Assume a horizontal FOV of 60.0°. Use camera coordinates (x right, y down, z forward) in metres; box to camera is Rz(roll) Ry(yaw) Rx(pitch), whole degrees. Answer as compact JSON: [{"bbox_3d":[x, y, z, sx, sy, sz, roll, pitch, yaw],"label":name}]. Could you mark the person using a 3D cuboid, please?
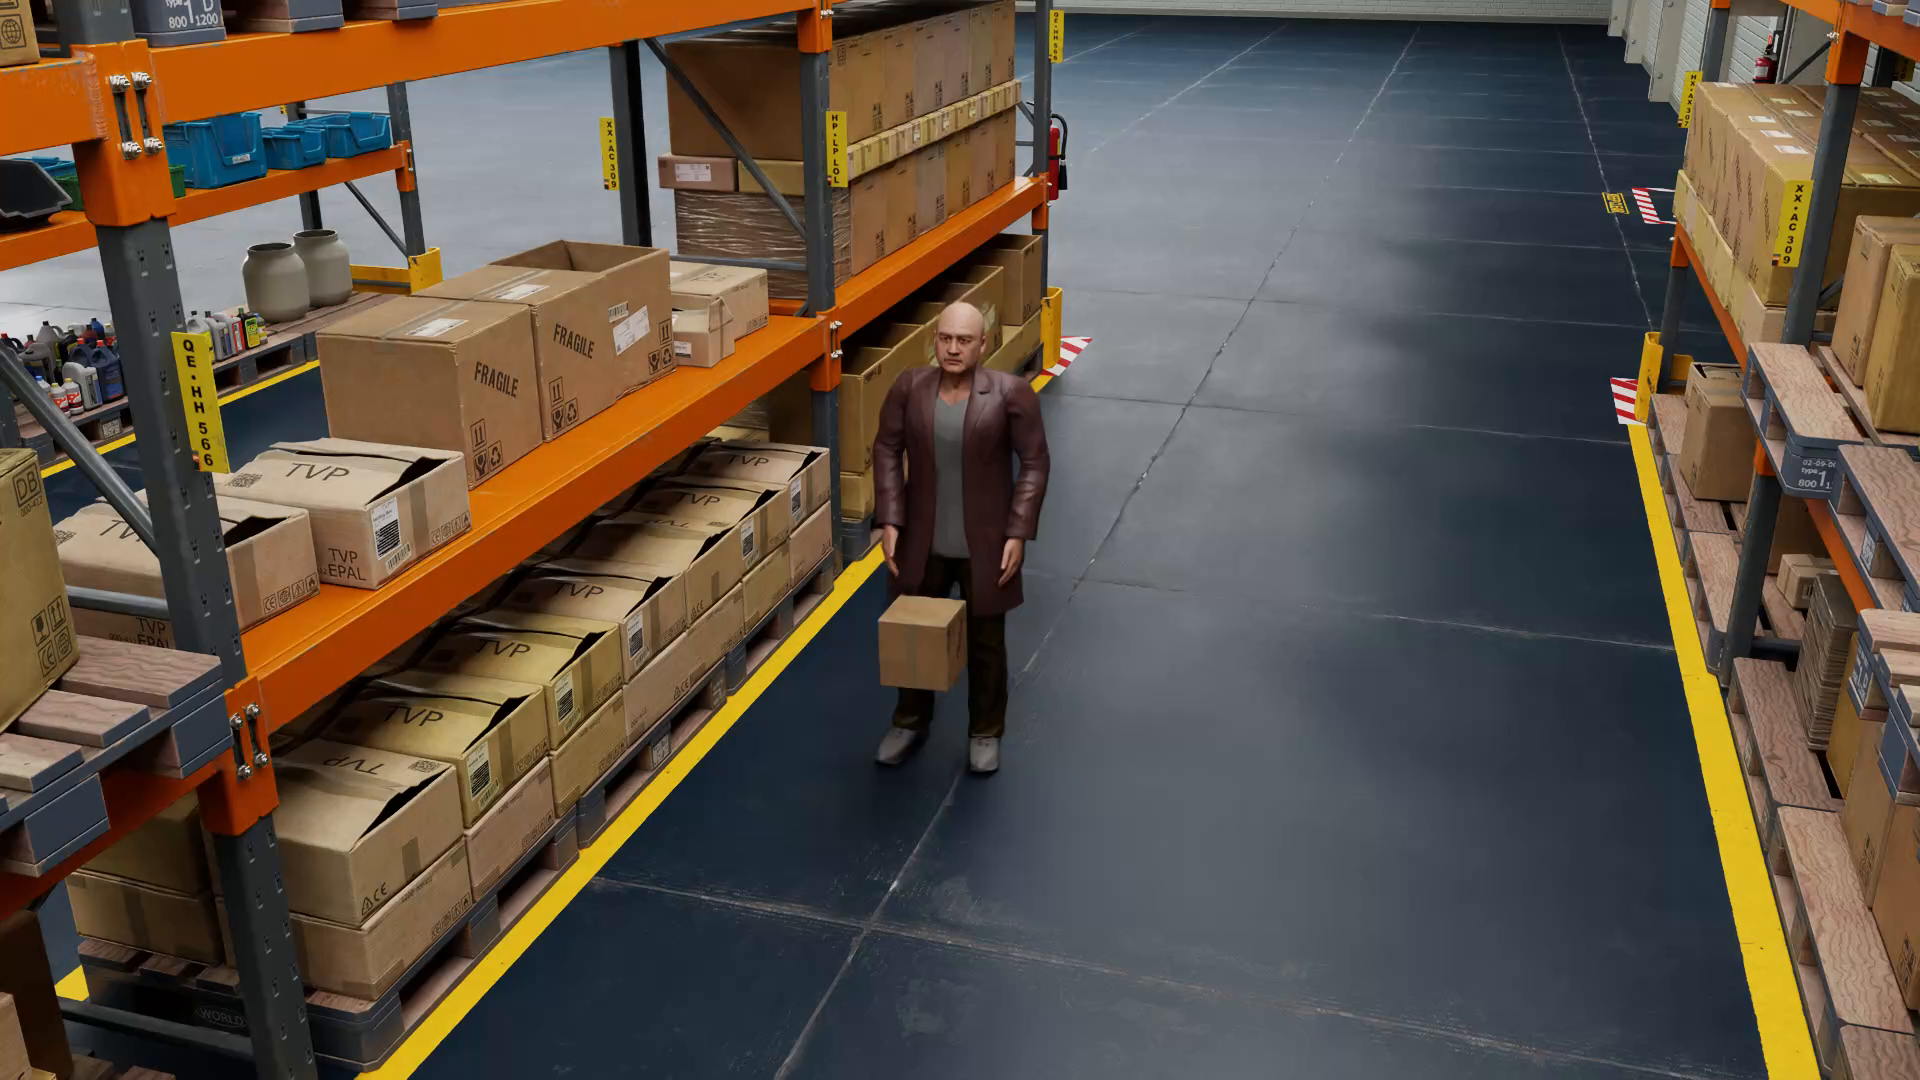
[{"bbox_3d":[-0.016,0.007,6.079,0.661,1.777,0.441,6,22,15],"label":"person"}]
